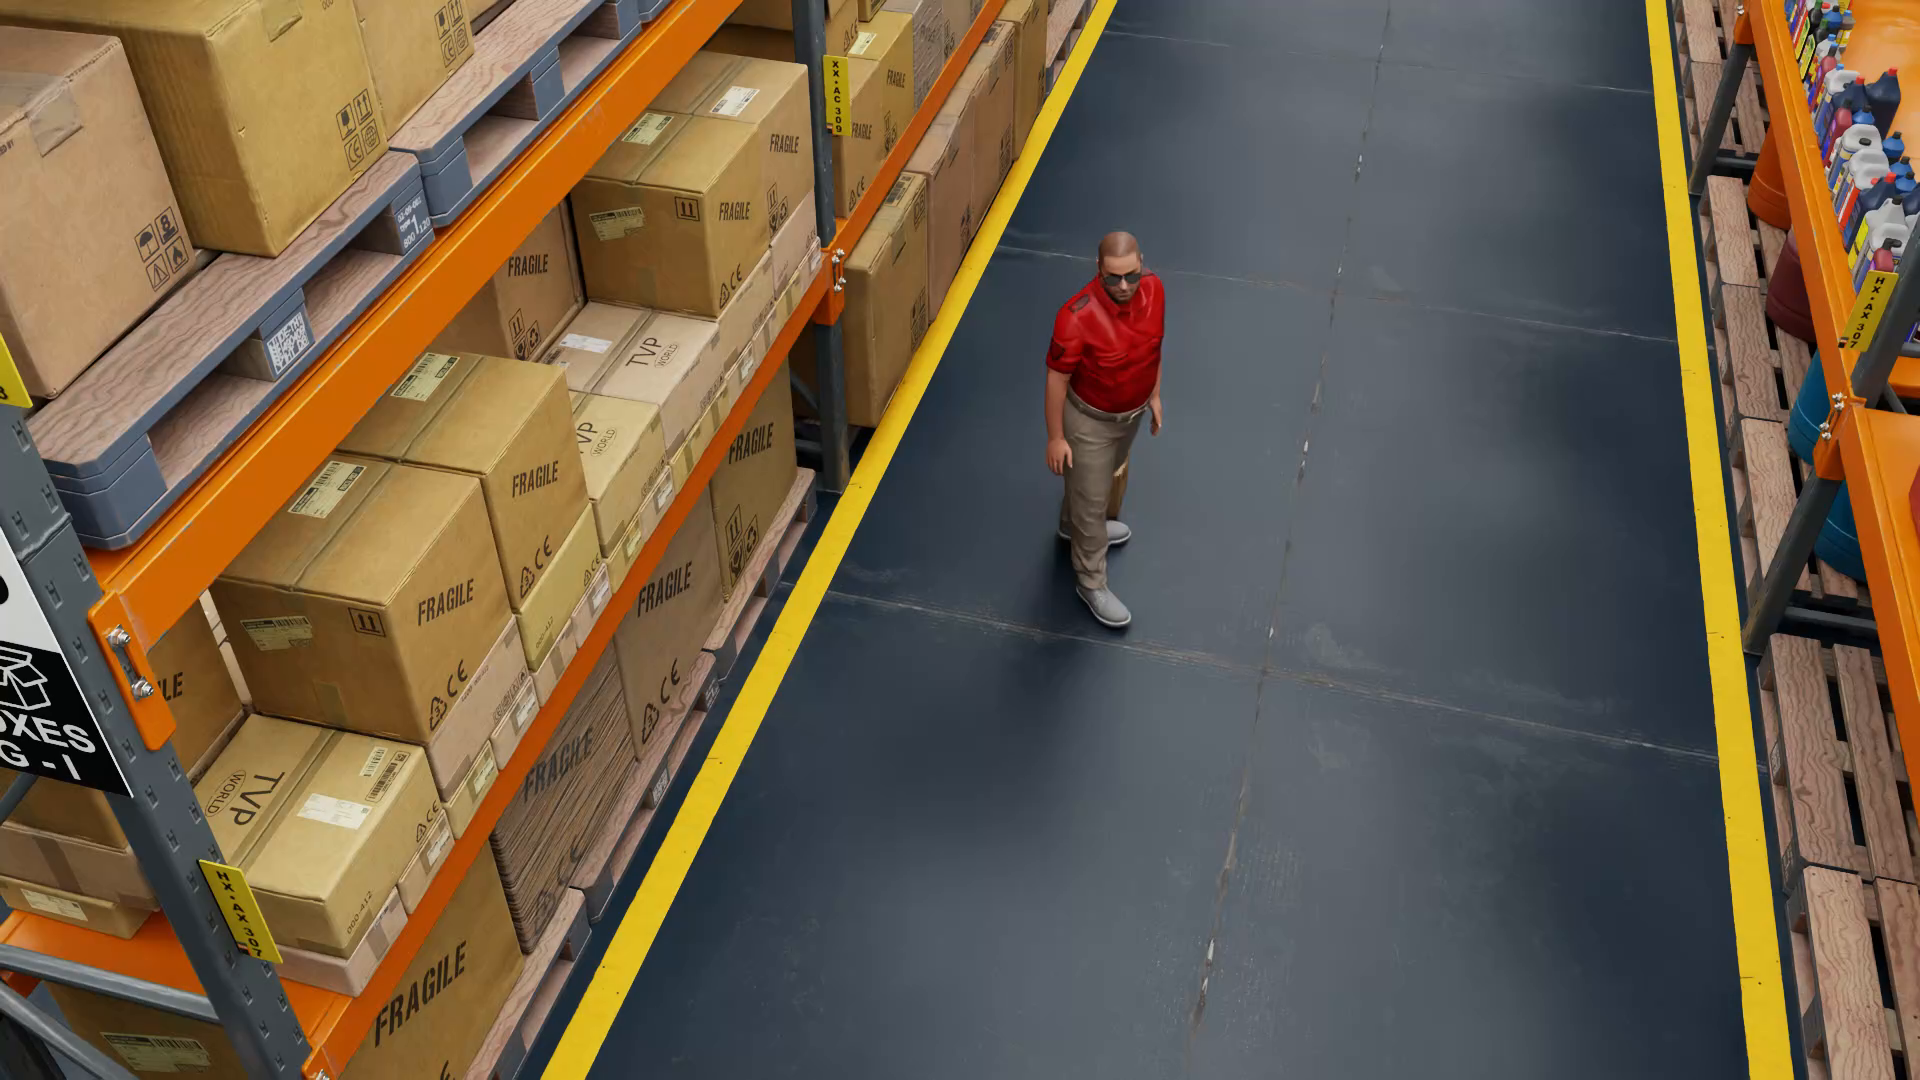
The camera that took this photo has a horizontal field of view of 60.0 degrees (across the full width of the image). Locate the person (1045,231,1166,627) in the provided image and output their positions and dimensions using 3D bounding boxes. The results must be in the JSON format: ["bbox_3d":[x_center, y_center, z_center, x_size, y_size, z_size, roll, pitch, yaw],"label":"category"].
[{"bbox_3d":[0.606,-0.495,6.726,0.627,1.716,0.601,33,50,32],"label":"person"}]
